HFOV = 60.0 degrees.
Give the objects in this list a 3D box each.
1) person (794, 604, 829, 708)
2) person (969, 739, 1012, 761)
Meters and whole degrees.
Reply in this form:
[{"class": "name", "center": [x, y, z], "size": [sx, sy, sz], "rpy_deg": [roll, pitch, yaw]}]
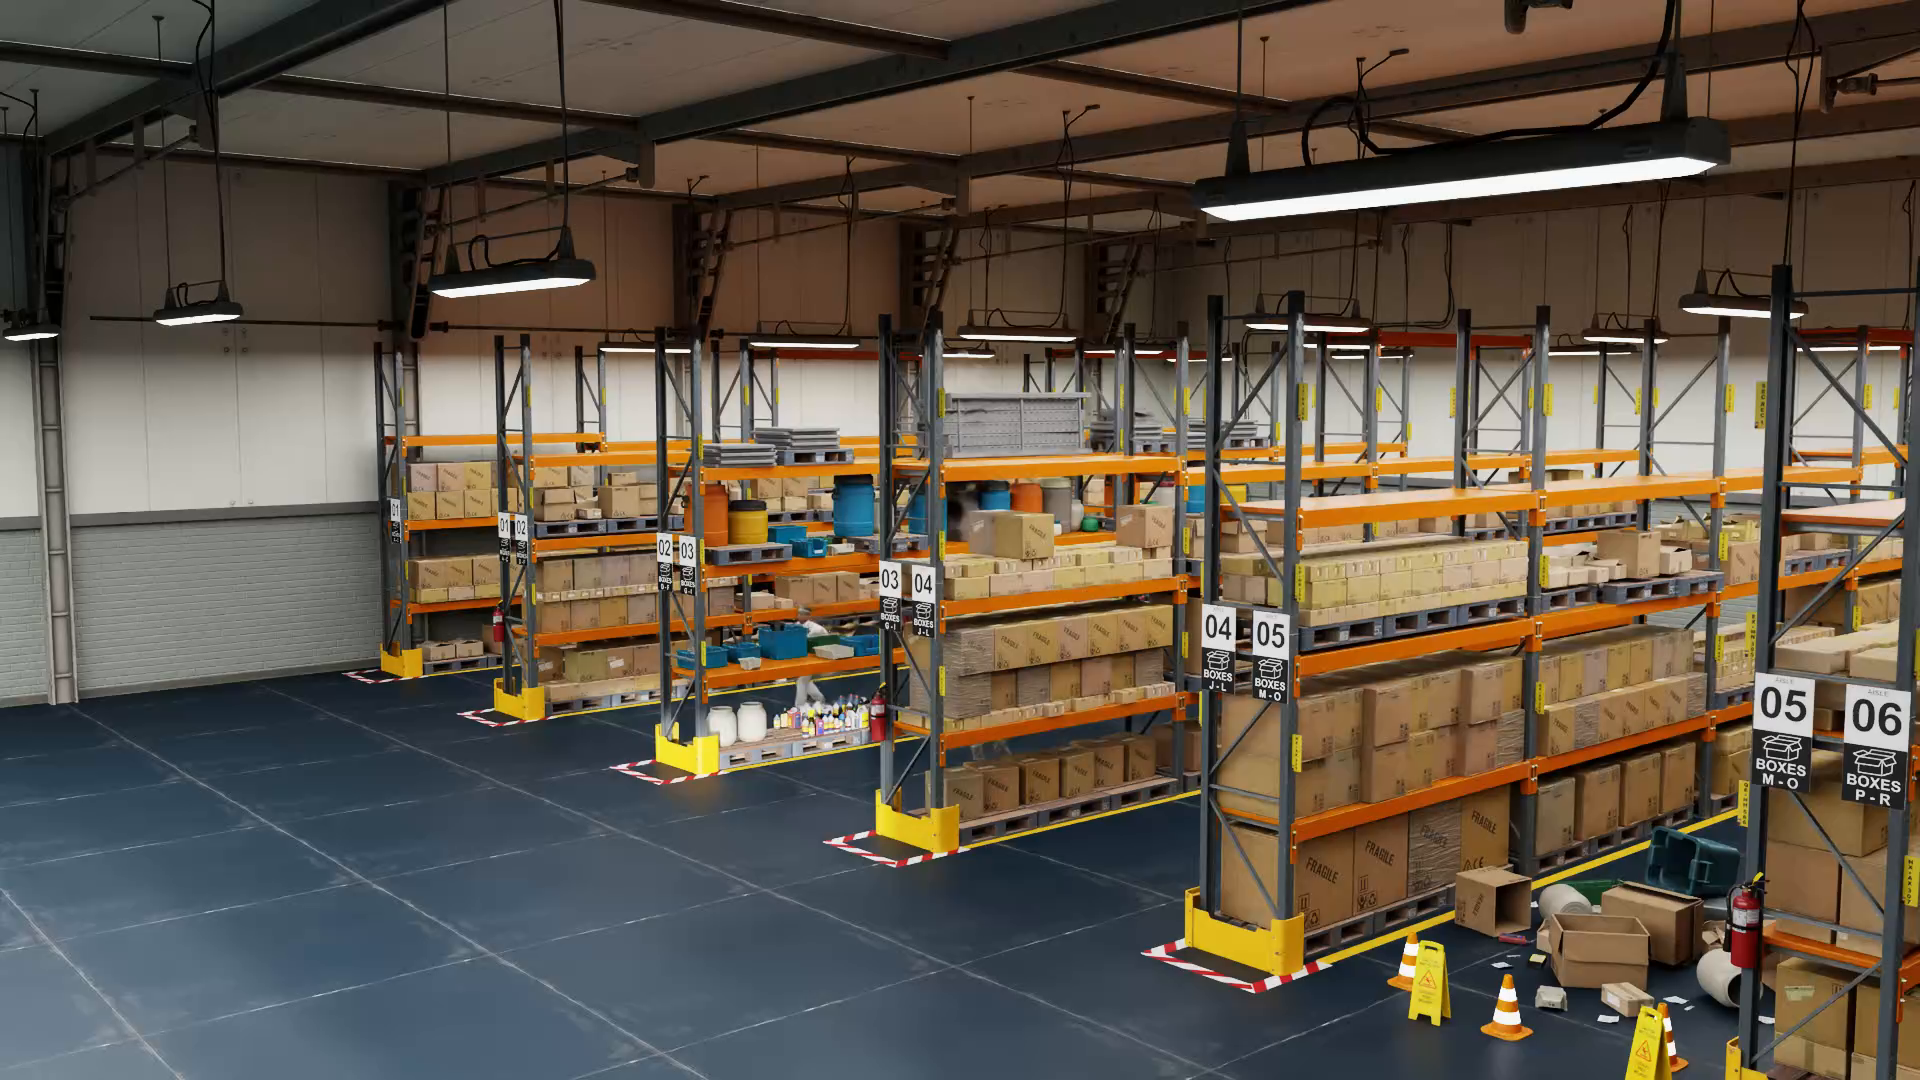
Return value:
[{"class": "person", "center": [-2.422, 1.897, 25.950], "size": [0.648, 1.814, 0.931], "rpy_deg": [5, 7, 44]}, {"class": "person", "center": [0.407, 2.321, 21.466], "size": [0.760, 1.842, 0.670], "rpy_deg": [-5, 7, -43]}]
